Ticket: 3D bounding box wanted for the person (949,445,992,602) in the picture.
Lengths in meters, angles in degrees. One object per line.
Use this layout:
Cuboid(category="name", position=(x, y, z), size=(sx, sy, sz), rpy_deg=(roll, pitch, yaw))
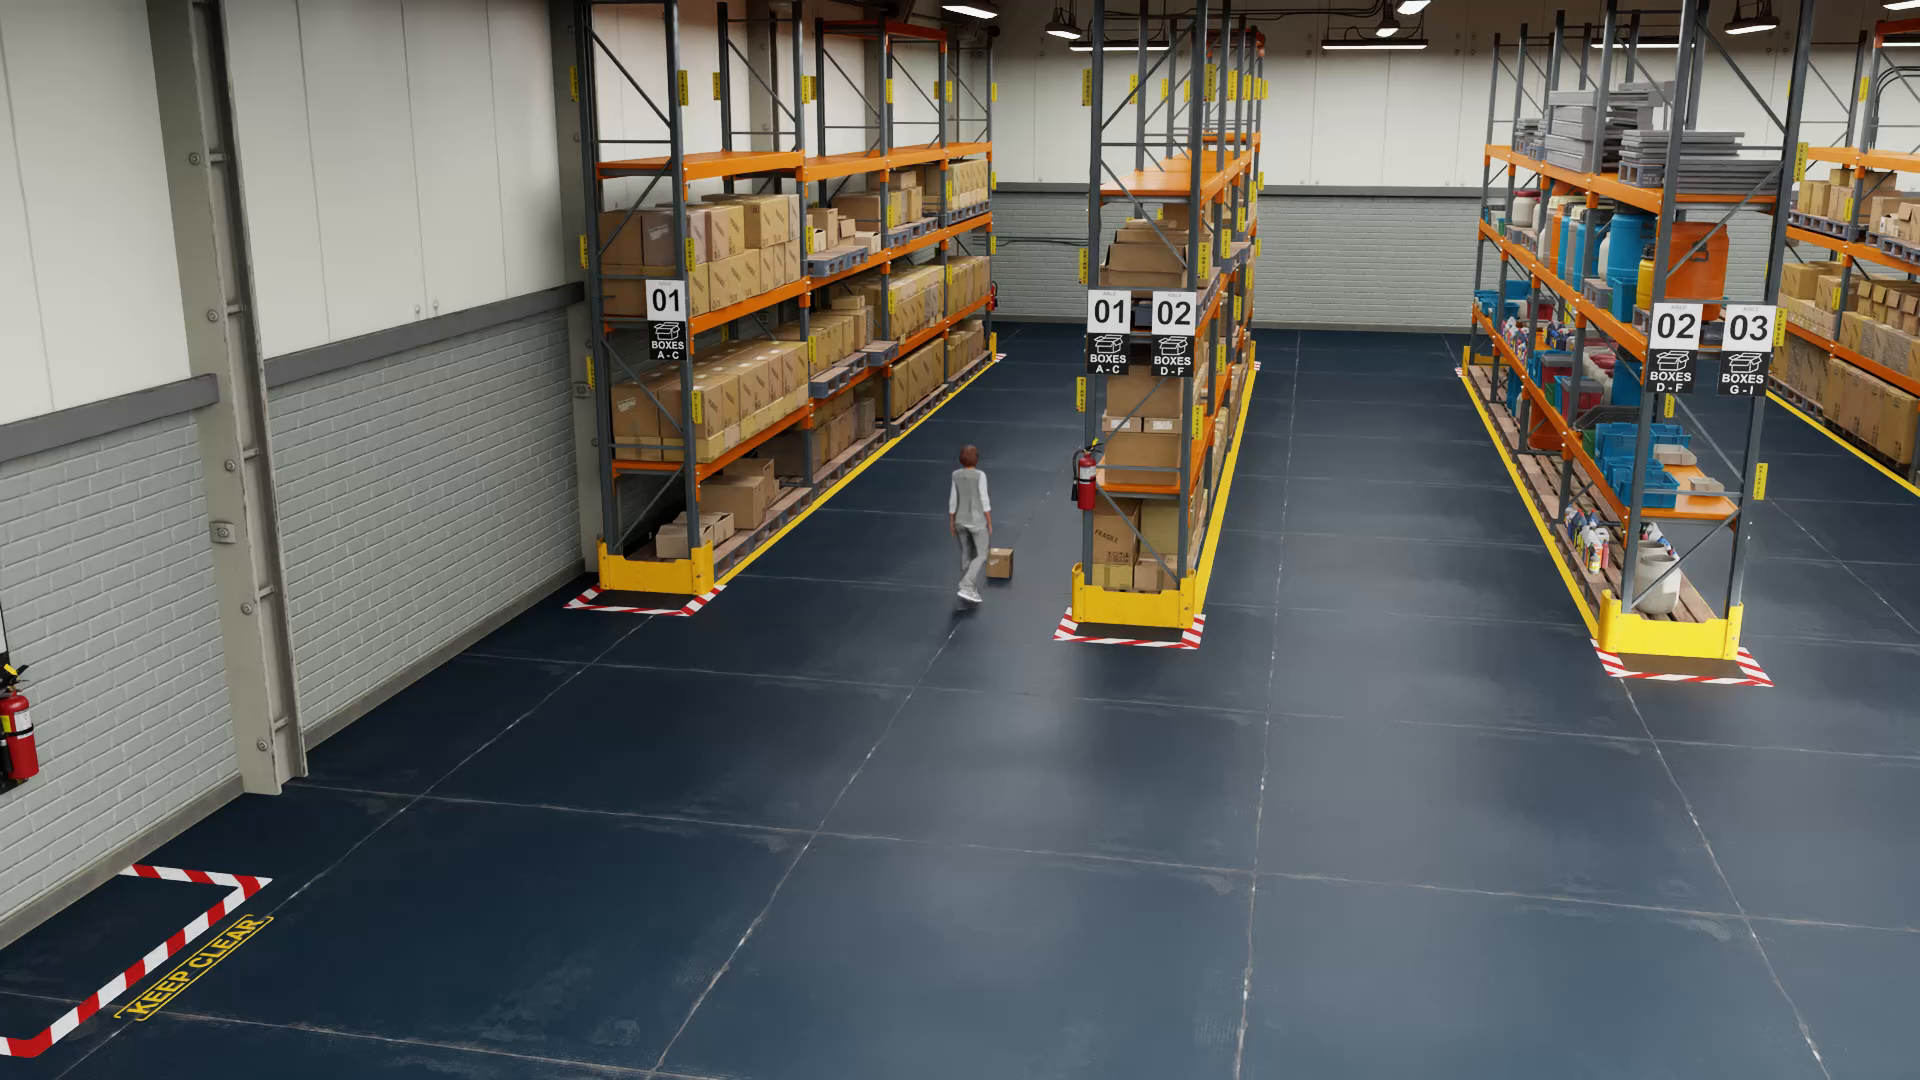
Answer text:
Cuboid(category="person", position=(0.084, -0.145, 16.561), size=(0.436, 1.597, 0.526), rpy_deg=(8, 17, 27))
